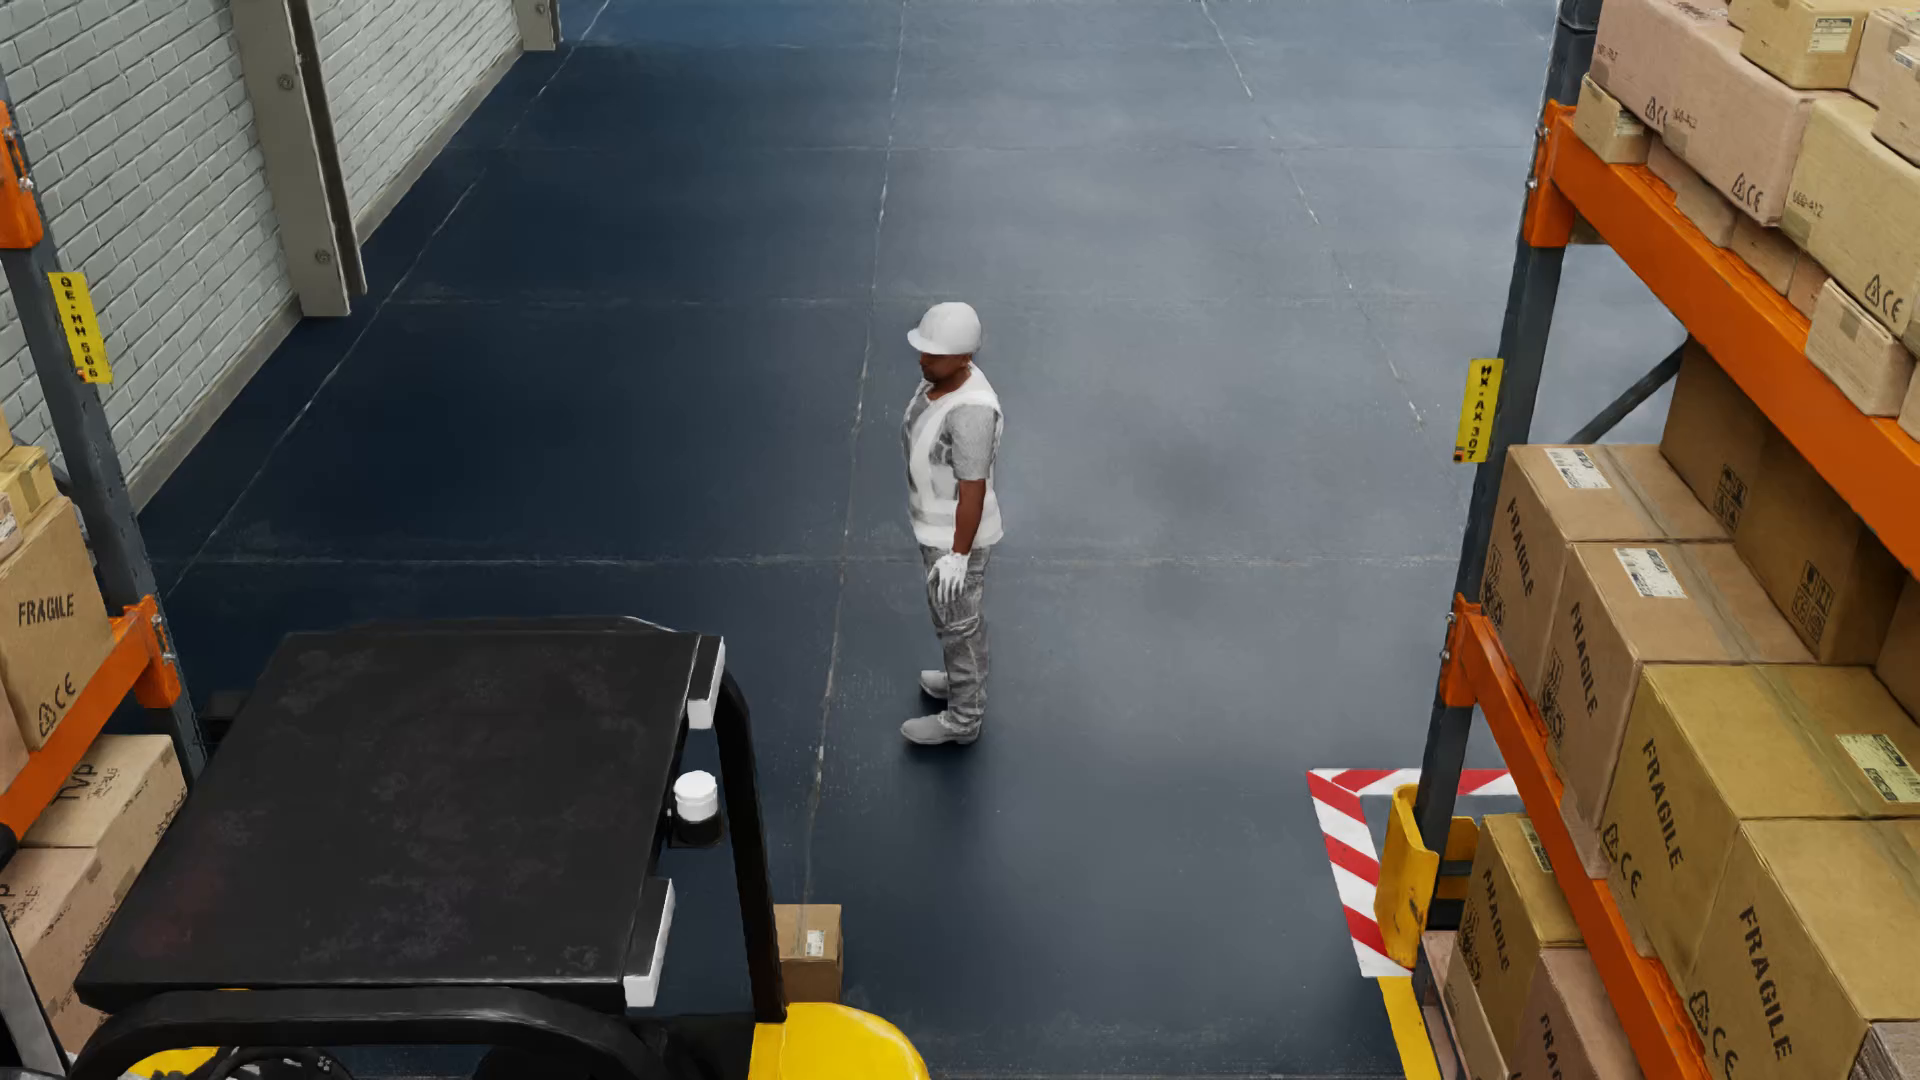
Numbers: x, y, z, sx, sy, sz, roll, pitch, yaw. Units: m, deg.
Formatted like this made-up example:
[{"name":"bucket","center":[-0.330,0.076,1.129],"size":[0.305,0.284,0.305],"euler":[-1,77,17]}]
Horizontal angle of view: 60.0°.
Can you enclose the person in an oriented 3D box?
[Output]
[{"name":"person","center":[-0.051,-0.047,6.135],"size":[0.392,1.792,0.638],"euler":[-4,31,-7]}]
